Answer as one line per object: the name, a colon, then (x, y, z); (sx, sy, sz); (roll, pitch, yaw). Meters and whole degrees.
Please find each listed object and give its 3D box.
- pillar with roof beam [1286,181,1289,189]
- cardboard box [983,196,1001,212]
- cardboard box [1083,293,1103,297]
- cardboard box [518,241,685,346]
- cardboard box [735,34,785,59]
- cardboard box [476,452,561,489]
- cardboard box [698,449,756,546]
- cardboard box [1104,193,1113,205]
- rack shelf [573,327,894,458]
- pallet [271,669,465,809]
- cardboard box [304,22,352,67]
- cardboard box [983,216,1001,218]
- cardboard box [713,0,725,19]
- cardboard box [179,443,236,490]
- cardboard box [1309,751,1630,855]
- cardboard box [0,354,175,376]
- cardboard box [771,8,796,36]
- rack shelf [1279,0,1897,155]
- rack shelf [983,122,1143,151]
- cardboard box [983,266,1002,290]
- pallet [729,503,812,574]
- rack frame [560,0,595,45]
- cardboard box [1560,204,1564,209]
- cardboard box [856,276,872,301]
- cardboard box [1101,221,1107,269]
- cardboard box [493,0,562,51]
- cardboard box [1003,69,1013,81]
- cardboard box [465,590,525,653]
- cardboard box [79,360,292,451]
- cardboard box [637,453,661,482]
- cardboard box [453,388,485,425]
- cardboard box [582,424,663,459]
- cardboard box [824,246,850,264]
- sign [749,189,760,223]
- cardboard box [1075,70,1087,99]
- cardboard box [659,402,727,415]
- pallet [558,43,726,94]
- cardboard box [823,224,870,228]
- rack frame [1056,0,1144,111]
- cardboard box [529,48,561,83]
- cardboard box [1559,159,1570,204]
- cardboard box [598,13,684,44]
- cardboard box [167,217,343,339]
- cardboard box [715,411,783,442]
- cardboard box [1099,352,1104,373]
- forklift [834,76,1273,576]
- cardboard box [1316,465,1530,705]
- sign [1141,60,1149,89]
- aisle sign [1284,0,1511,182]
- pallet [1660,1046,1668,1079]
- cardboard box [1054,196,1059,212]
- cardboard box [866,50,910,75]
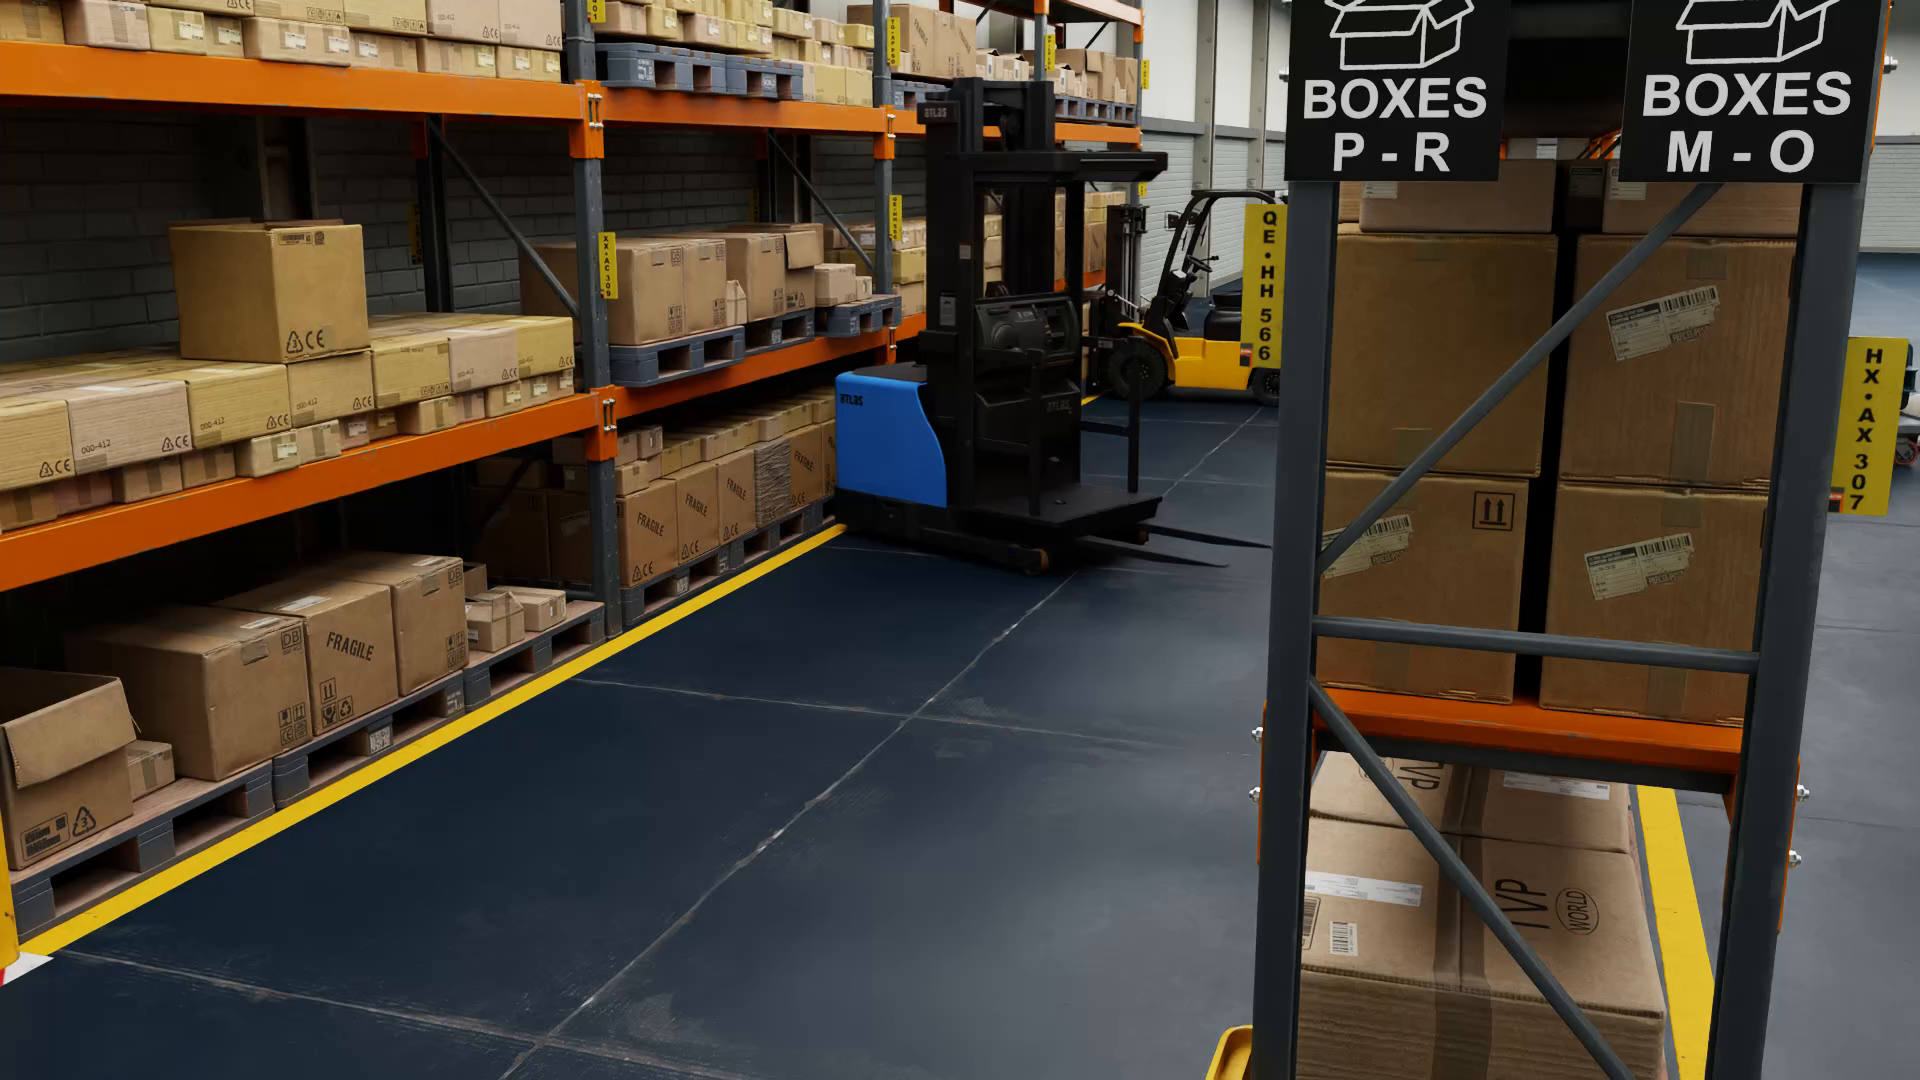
pillar with roof beam: (12.367, -11.098, 39.390); (9.100, 9.000, 0.548); (4, 14, 18)
cardboard box: (0.249, -3.319, 16.436); (0.380, 0.149, 0.250); (4, 13, 17)
cardboard box: (1.592, -2.636, 18.786); (0.500, 0.250, 0.500); (5, 14, 19)
cardboard box: (-1.909, -1.325, 8.882); (0.700, 0.500, 0.500); (5, 14, 20)
cardboard box: (-1.311, -3.050, 10.311); (0.380, 0.149, 0.250); (5, 14, 20)
cardboard box: (-2.431, -0.386, 9.154); (0.380, 0.149, 0.250); (4, 13, 16)
cardboard box: (-1.579, -0.275, 10.124); (0.500, 0.500, 0.500); (4, 13, 17)
cardboard box: (1.450, -3.710, 18.152); (0.380, 0.149, 0.250); (5, 14, 20)
rack shelf: (-1.630, -1.056, 10.489); (1.077, 0.370, 4.000); (4, 14, 18)
pallet: (-2.893, 0.776, 7.112); (1.003, 0.211, 1.213); (4, 14, 18)
cardboard box: (-2.584, -1.902, 6.404); (0.380, 0.149, 0.250); (5, 14, 20)
cardboard box: (0.216, -2.844, 15.023); (0.380, 0.149, 0.250); (4, 14, 18)
cardboard box: (-1.538, -2.981, 9.294); (0.380, 0.149, 0.250); (5, 14, 19)
cardboard box: (-2.894, -0.290, 6.082); (0.380, 0.149, 0.250); (5, 14, 19)
cardboard box: (1.534, 0.918, 5.038); (0.875, 0.438, 0.875); (5, 14, 20)
cardboard box: (-3.341, -0.543, 6.297); (0.500, 0.250, 0.500); (5, 14, 20)
cardboard box: (-1.234, -3.189, 10.252); (0.380, 0.149, 0.250); (4, 14, 19)
rack shelf: (1.774, -1.319, 4.903); (1.077, 0.370, 4.000); (4, 14, 18)
rack shelf: (0.959, -4.203, 17.535); (1.077, 0.370, 4.000); (4, 14, 18)
cardboard box: (0.049, -2.263, 14.500); (0.500, 0.250, 0.500); (4, 14, 19)
pallet: (-1.656, -0.058, 10.766); (1.003, 0.211, 1.213); (4, 14, 18)
rack frame: (-2.277, -3.910, 7.897); (1.000, 3.000, 0.127); (4, 14, 18)
cardboard box: (2.202, -0.832, 5.419); (0.500, 0.500, 0.500); (5, 14, 19)
cardboard box: (-0.832, -1.744, 11.508); (0.380, 0.149, 0.250); (5, 14, 19)
cardboard box: (1.353, -3.222, 18.138); (0.500, 0.500, 0.500); (4, 13, 17)
cardboard box: (-2.196, -2.400, 7.690); (0.500, 0.250, 0.500); (4, 14, 19)
cardboard box: (0.243, -4.010, 14.470); (0.380, 0.149, 0.250); (4, 14, 18)
cardboard box: (-2.295, 0.356, 7.886); (0.396, 0.266, 0.258); (5, 14, 20)
cardboard box: (-2.845, -0.504, 6.125); (0.500, 0.250, 0.500); (4, 13, 17)
cardboard box: (-1.893, -0.408, 9.250); (0.380, 0.149, 0.250); (4, 13, 17)
cardboard box: (-2.376, -0.611, 7.491); (0.380, 0.149, 0.250); (5, 14, 20)
cardboard box: (-1.870, -0.547, 9.192); (0.380, 0.149, 0.250); (4, 13, 16)
cardboard box: (-1.100, -2.113, 12.717); (0.500, 0.250, 0.500); (5, 14, 20)
sign: (-1.509, -2.431, 12.297); (0.100, 0.325, 0.005); (4, 14, 18)
cardboard box: (1.079, -4.611, 16.841); (0.396, 0.266, 0.258); (4, 13, 17)
cardboard box: (-1.777, -0.821, 11.062); (0.380, 0.149, 0.250); (4, 13, 17)
pallet: (-1.999, -2.488, 8.831); (1.213, 0.211, 1.003); (4, 14, 18)
cardboard box: (-0.935, -2.446, 13.280); (0.380, 0.149, 0.250); (4, 13, 17)
rack frame: (1.606, -6.437, 18.967); (1.000, 3.000, 0.127); (4, 14, 18)
cardboard box: (-2.114, -2.228, 7.834); (0.380, 0.149, 0.250); (4, 14, 18)
cardboard box: (2.280, -1.239, 5.748); (0.380, 0.149, 0.250); (4, 14, 18)
cardboard box: (-1.698, -2.725, 8.843); (0.380, 0.149, 0.250); (4, 14, 19)
cardboard box: (-3.010, -1.128, 7.175); (0.500, 0.500, 0.500); (4, 13, 17)
cardboard box: (-1.358, -0.731, 10.664); (0.380, 0.149, 0.250); (4, 13, 16)
cardboard box: (1.266, -1.935, 17.960); (0.500, 0.250, 0.500); (5, 14, 20)
forklift: (0.584, -1.344, 10.290); (3.031, 2.935, 1.130); (11, 17, 41)
cardboard box: (1.033, 0.044, 3.829); (0.500, 0.500, 0.500); (4, 14, 19)
sign: (2.115, -5.325, 19.027); (0.100, 0.325, 0.005); (4, 14, 18)
aisle sign: (0.810, -1.061, 3.054); (0.394, 0.787, 0.004); (4, 14, 18)
pallet: (1.312, 1.399, 4.385); (1.003, 0.211, 1.213); (4, 14, 18)
cardboard box: (0.769, -3.341, 16.536); (0.380, 0.149, 0.250); (4, 13, 17)
cardboard box: (-0.582, -3.481, 12.114); (0.380, 0.166, 0.250); (4, 14, 18)
